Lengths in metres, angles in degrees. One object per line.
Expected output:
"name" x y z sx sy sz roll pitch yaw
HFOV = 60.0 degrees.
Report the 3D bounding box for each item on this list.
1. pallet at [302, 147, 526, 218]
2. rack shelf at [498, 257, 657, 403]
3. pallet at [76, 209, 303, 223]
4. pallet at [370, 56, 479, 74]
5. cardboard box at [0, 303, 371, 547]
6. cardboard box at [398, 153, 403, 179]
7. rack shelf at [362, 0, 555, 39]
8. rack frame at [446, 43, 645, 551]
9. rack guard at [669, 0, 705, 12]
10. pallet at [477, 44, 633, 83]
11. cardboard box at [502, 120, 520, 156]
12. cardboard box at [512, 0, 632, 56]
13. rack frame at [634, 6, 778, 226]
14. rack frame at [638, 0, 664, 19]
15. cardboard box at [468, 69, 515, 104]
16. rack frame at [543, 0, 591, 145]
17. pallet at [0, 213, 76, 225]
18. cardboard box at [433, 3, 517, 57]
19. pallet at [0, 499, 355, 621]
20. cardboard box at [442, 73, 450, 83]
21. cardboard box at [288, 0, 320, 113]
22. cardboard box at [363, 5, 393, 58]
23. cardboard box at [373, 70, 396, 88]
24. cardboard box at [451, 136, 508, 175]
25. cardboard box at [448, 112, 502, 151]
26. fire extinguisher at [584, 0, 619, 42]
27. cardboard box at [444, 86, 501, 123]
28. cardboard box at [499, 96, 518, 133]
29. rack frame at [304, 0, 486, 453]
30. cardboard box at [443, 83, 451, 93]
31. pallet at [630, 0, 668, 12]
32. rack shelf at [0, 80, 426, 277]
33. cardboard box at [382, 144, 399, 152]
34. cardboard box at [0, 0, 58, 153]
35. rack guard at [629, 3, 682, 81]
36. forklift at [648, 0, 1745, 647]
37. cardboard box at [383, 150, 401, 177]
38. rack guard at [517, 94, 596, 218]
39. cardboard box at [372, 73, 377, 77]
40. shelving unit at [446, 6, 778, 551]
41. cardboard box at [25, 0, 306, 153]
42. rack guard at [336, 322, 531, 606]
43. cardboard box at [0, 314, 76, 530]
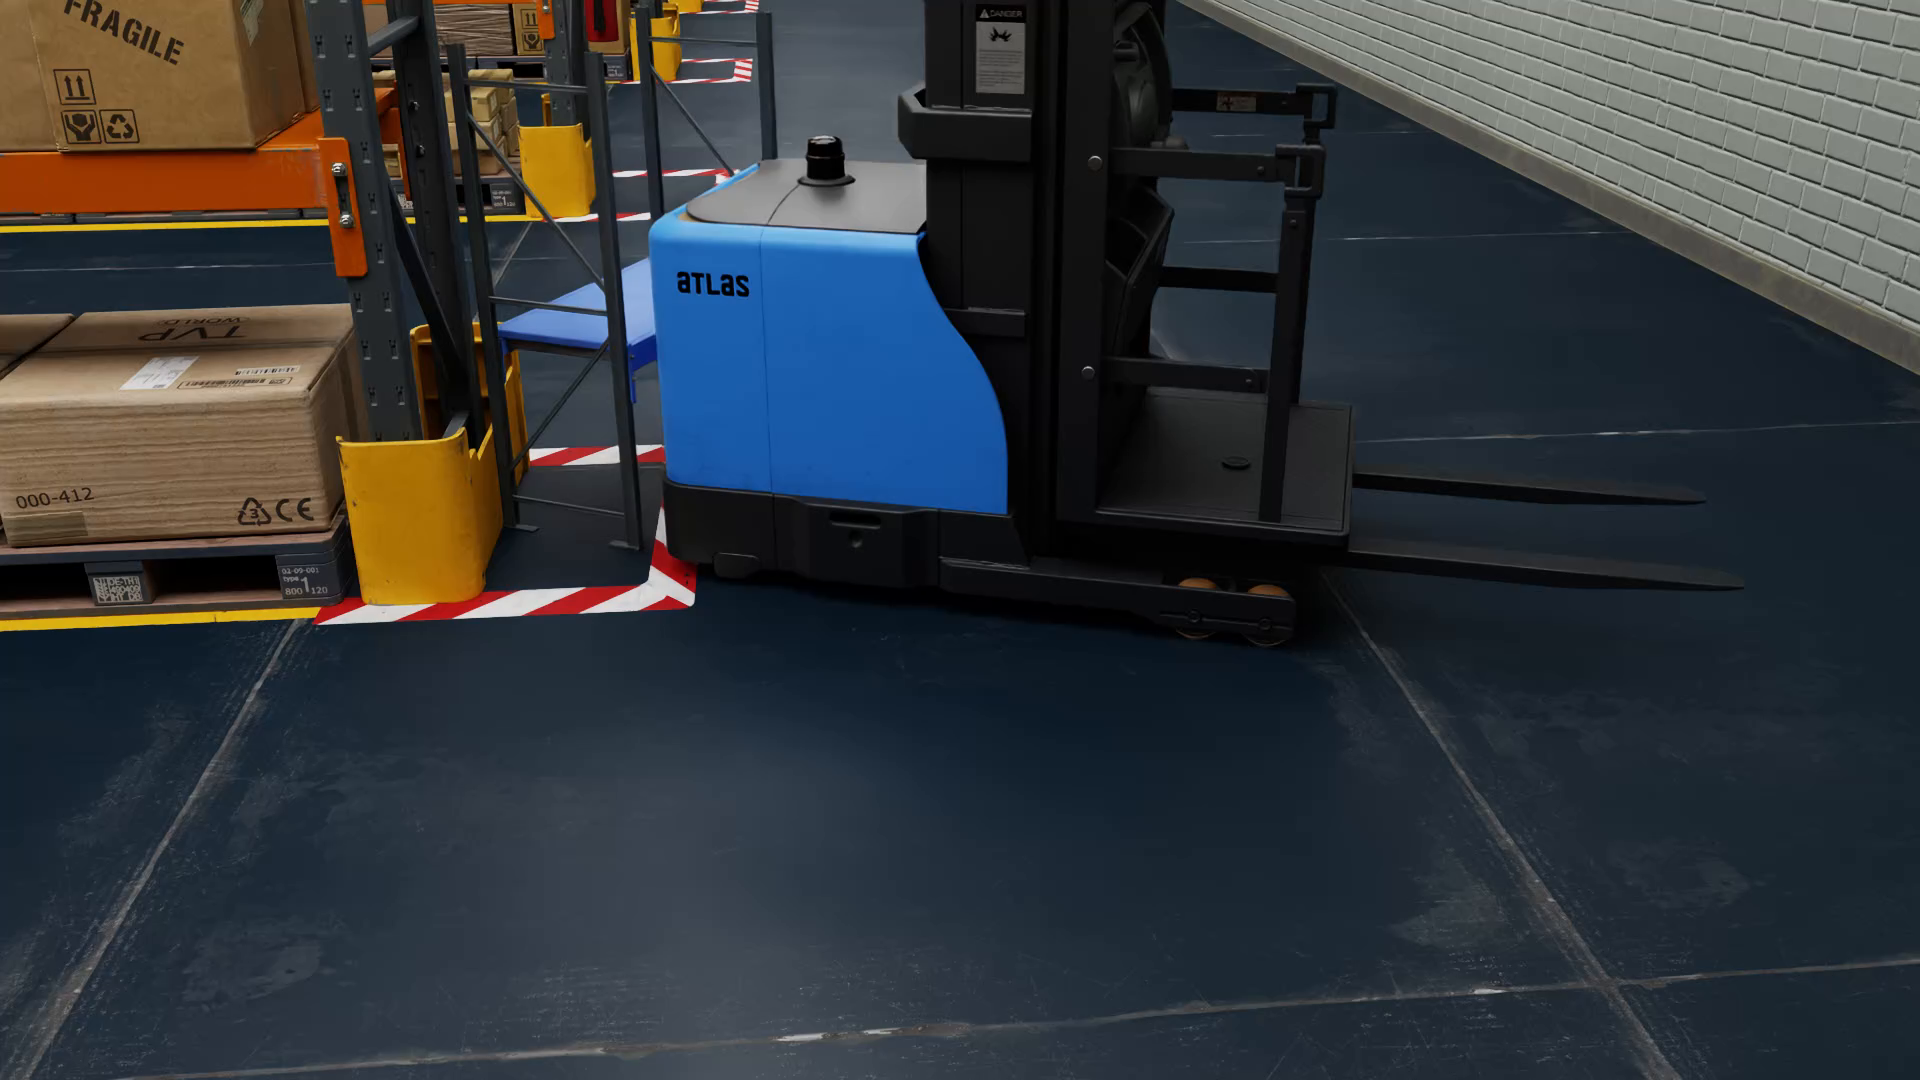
"pallet" -3.130 -2.120 9.761 1.213 0.211 1.003 -2 24 -5
"rack shelf" -1.040 -0.721 5.468 0.538 0.185 1.000 9 25 19
"pallet" -4.341 -2.073 9.654 1.213 0.211 1.003 -2 24 -5
"pallet" -4.628 -4.039 14.078 1.213 0.211 1.003 -2 24 -5
"cardboard box" -2.302 -0.373 5.034 0.875 0.438 0.875 -3 24 -7
"cardboard box" -2.991 -2.148 9.383 0.250 0.149 0.380 -2 24 -4
"rack shelf" -4.232 -3.007 9.208 4.000 0.370 1.077 -2 24 -5
"rack frame" -1.224 -0.693 4.962 0.500 1.500 0.032 9 25 19
"rack guard" -3.093 -6.291 18.787 0.348 0.500 1.175 -2 24 -5
"pallet" -3.417 -4.087 14.185 1.213 0.211 1.003 -2 24 -5
"cardboard box" -2.795 -2.413 9.980 0.250 0.149 0.380 -2 24 -4
"cardboard box" -3.258 -4.588 13.977 0.875 0.875 0.875 -2 24 -5
"rack frame" -0.857 -1.078 5.829 0.500 1.500 0.032 9 25 19
"rack frame" -2.629 -5.425 13.761 0.127 3.000 1.000 -2 24 -5
"cardboard box" -2.797 -2.693 9.877 0.250 0.149 0.380 -3 24 -8
"rack frame" -2.242 -3.416 9.242 0.127 3.000 1.000 -2 24 -5
"pallet" -5.558 -2.023 9.541 1.213 0.211 1.003 -2 24 -5
"cardboard box" -4.164 -4.551 13.896 0.875 0.875 0.875 -2 24 -5
"pallet" -2.443 -0.081 5.173 1.213 0.211 1.003 -2 24 -5
"cardboard box" -3.059 -2.634 9.743 0.250 0.149 0.380 -2 24 -4
"cardboard box" -2.161 -1.562 4.947 0.500 0.500 0.500 -2 24 -6
"cardboard box" -5.049 -4.516 13.816 0.875 0.875 0.875 -2 24 -5
"cardboard box" -3.323 -2.675 9.836 0.250 0.149 0.380 -2 24 -5
"cardboard box" -2.745 -2.200 9.499 0.250 0.149 0.380 -2 24 -4
"cardboard box" -2.739 -2.304 9.368 0.250 0.149 0.380 -3 24 -7
"fire extinguisher" -1.946 -3.034 8.936 0.183 0.674 0.296 -2 24 -5
"cardboard box" -2.744 -2.453 9.337 0.250 0.149 0.380 -2 24 -5
"cardboard box" -2.789 -2.524 9.862 0.250 0.149 0.380 -1 24 -3
"rack frame" -1.655 -1.419 4.749 0.127 3.000 1.000 -2 24 -5
"cardboard box" -3.000 -2.466 9.366 0.250 0.149 0.380 -2 24 -4
"pallet" -3.940 -6.135 18.793 1.213 0.211 1.003 -2 24 -5
"rack shelf" -3.645 -1.010 4.716 4.000 0.370 1.077 -2 24 -5
"cardboard box" -3.256 -2.283 9.320 0.250 0.149 0.380 -3 24 -7
"cardboard box" -2.610 -1.325 4.414 0.500 0.500 0.500 -3 24 -6
"rack guard" -2.605 -4.283 14.271 0.348 0.500 1.175 -2 24 -5
"forklift" 0.690 -1.284 4.529 3.031 2.935 1.130 6 25 12
"cardboard box" -3.263 -2.173 9.438 0.250 0.149 0.380 -2 24 -5
"rack guard" -2.318 -2.271 9.743 0.348 0.500 1.175 -2 24 -5
"cardboard box" -3.561 -2.632 9.739 0.250 0.149 0.380 -3 24 -8
"shelving unit" -1.040 -0.885 5.395 0.538 1.500 1.048 9 25 19
"cardboard box" -2.109 -1.338 4.445 0.500 0.500 0.500 -2 24 -5
"rack guard" -1.631 -0.278 5.259 0.348 0.500 1.175 -2 24 -5
"cardboard box" -3.212 -0.333 4.945 0.875 0.438 0.875 -2 24 -4
